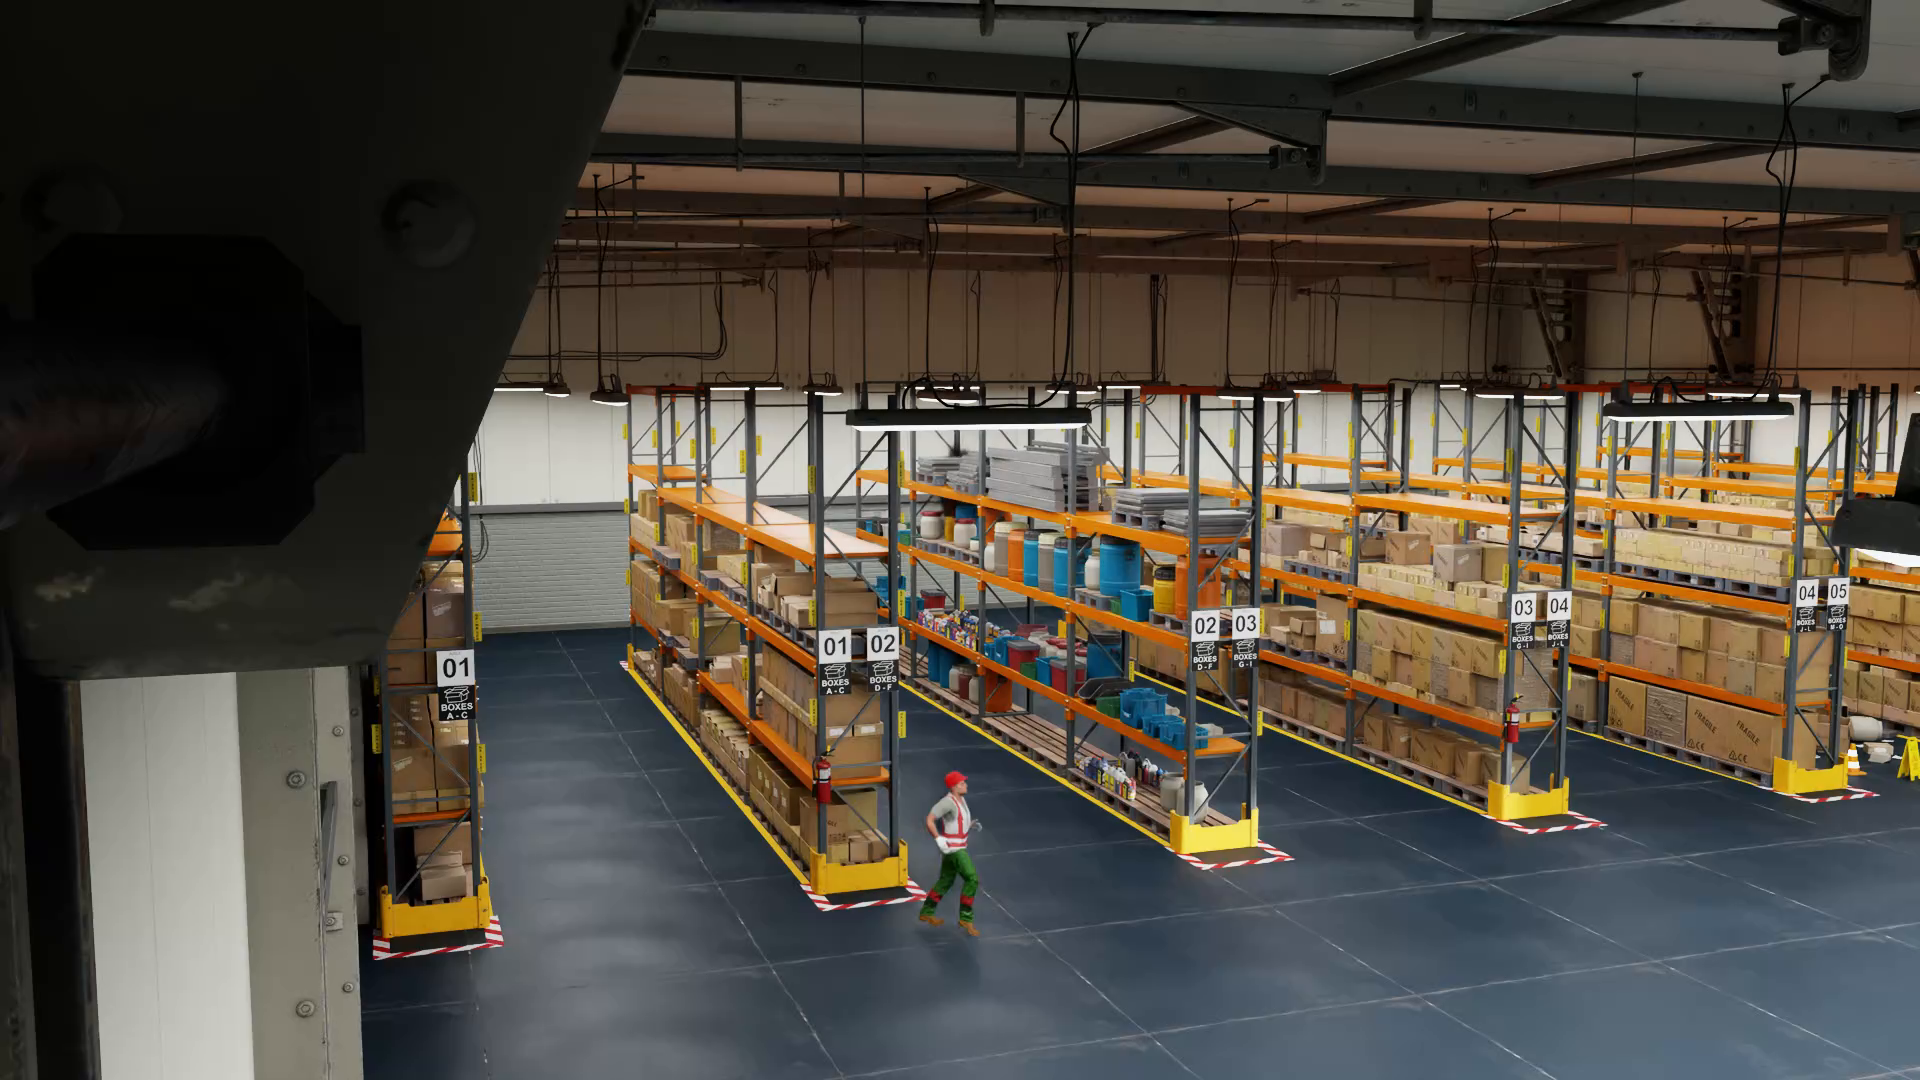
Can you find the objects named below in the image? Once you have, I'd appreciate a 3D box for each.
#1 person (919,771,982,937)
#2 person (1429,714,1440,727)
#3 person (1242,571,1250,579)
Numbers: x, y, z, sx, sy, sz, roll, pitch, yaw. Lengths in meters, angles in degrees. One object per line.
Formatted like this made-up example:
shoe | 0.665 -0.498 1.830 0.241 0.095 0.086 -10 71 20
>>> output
person | -0.105 3.512 18.776 0.724 1.829 0.674 1 6 7
person | 8.432 2.504 29.119 0.608 1.658 0.570 -3 7 -25
person | 7.254 1.204 41.216 0.826 1.779 0.694 -4 7 -34
